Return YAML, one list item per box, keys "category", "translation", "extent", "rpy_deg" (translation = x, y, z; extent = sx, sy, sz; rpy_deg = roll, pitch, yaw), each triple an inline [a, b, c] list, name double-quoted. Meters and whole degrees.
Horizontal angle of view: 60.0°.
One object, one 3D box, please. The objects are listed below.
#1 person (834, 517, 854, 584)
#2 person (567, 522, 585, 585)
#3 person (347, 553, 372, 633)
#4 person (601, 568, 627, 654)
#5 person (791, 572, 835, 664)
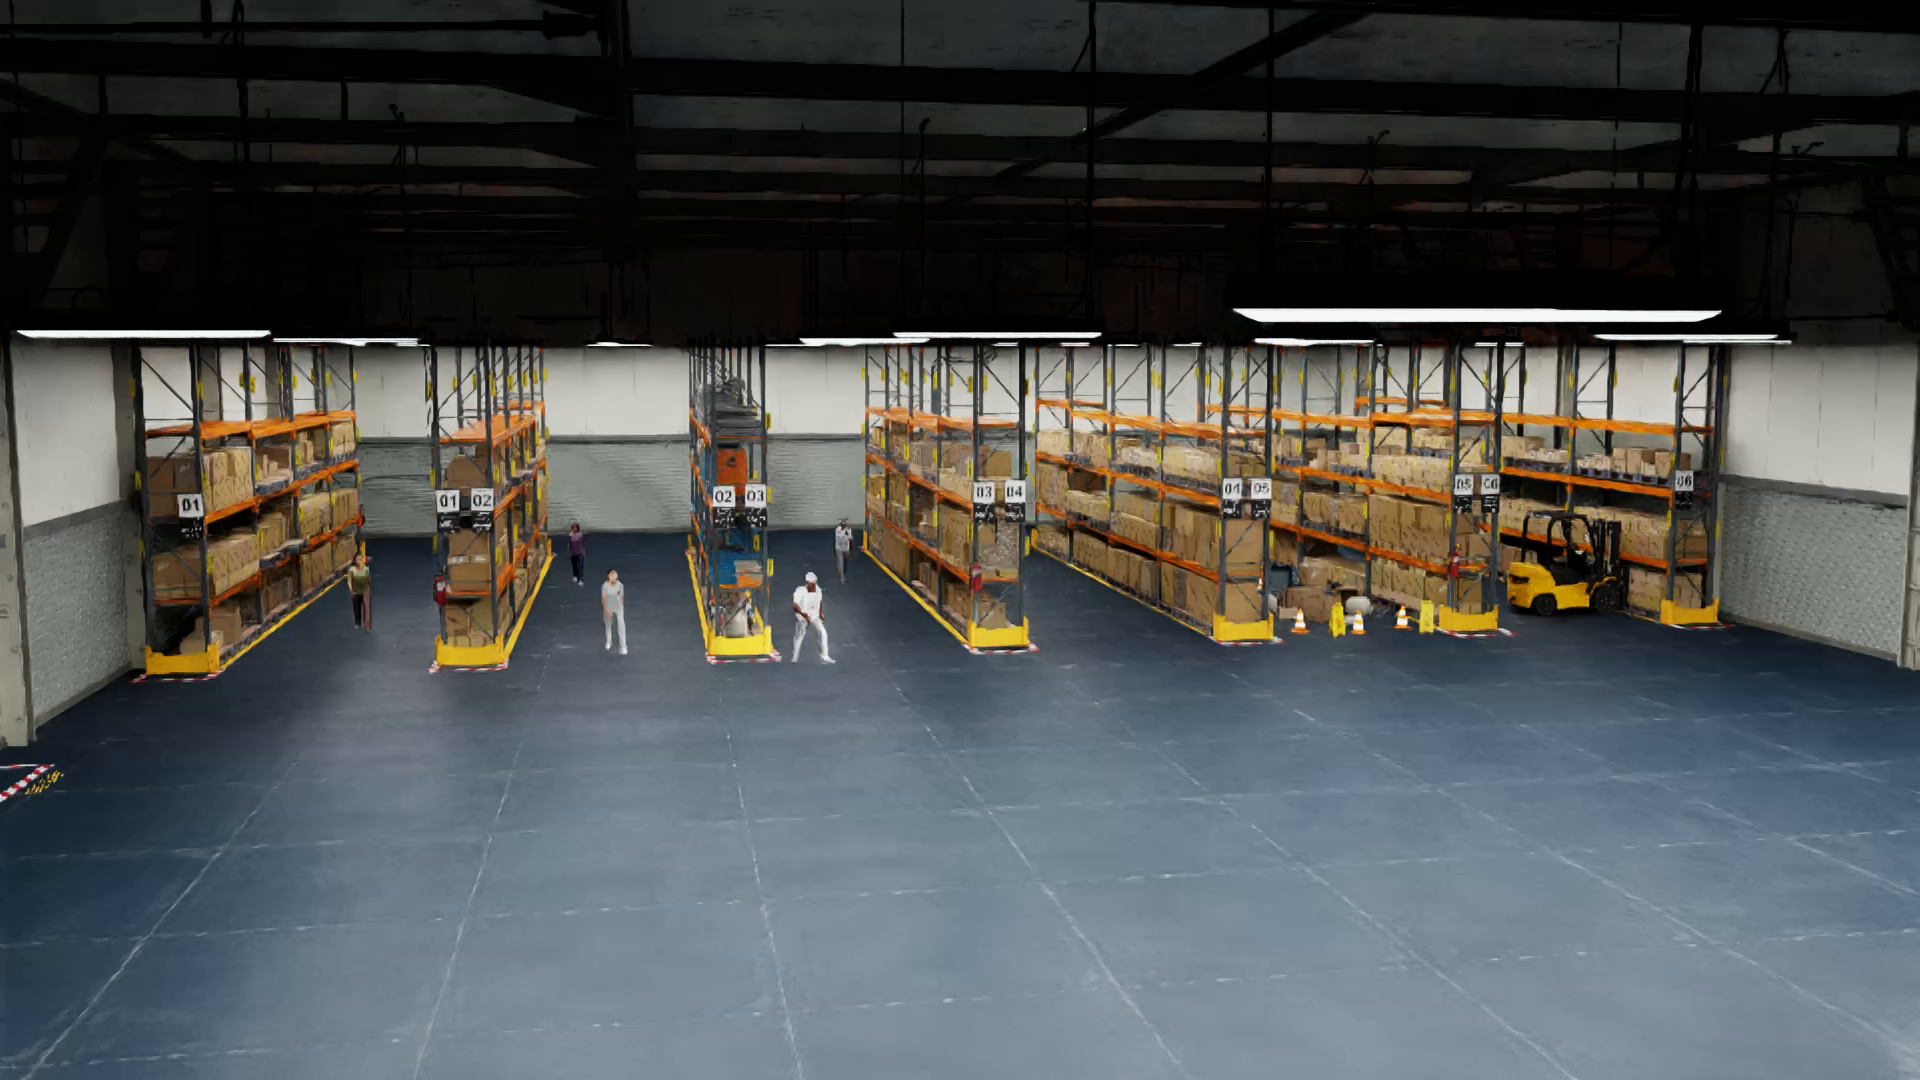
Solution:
- category: "person"
  translation: [-2.847, 0.236, 40.825]
  extent: [0.461, 1.623, 0.986]
  rpy_deg: [-1, 7, -12]
- category: "person"
  translation: [-9.375, 0.308, 40.602]
  extent: [0.417, 1.517, 1.037]
  rpy_deg: [-1, 7, -8]
- category: "person"
  translation: [-12.175, 1.054, 33.715]
  extent: [0.446, 1.604, 1.016]
  rpy_deg: [-2, 7, -19]
- category: "person"
  translation: [-6.554, 1.319, 31.399]
  extent: [0.444, 1.604, 1.016]
  rpy_deg: [-2, 7, -18]
- category: "person"
  translation: [-2.752, 1.406, 30.261]
  extent: [0.711, 1.695, 0.808]
  rpy_deg: [-4, 8, -29]
